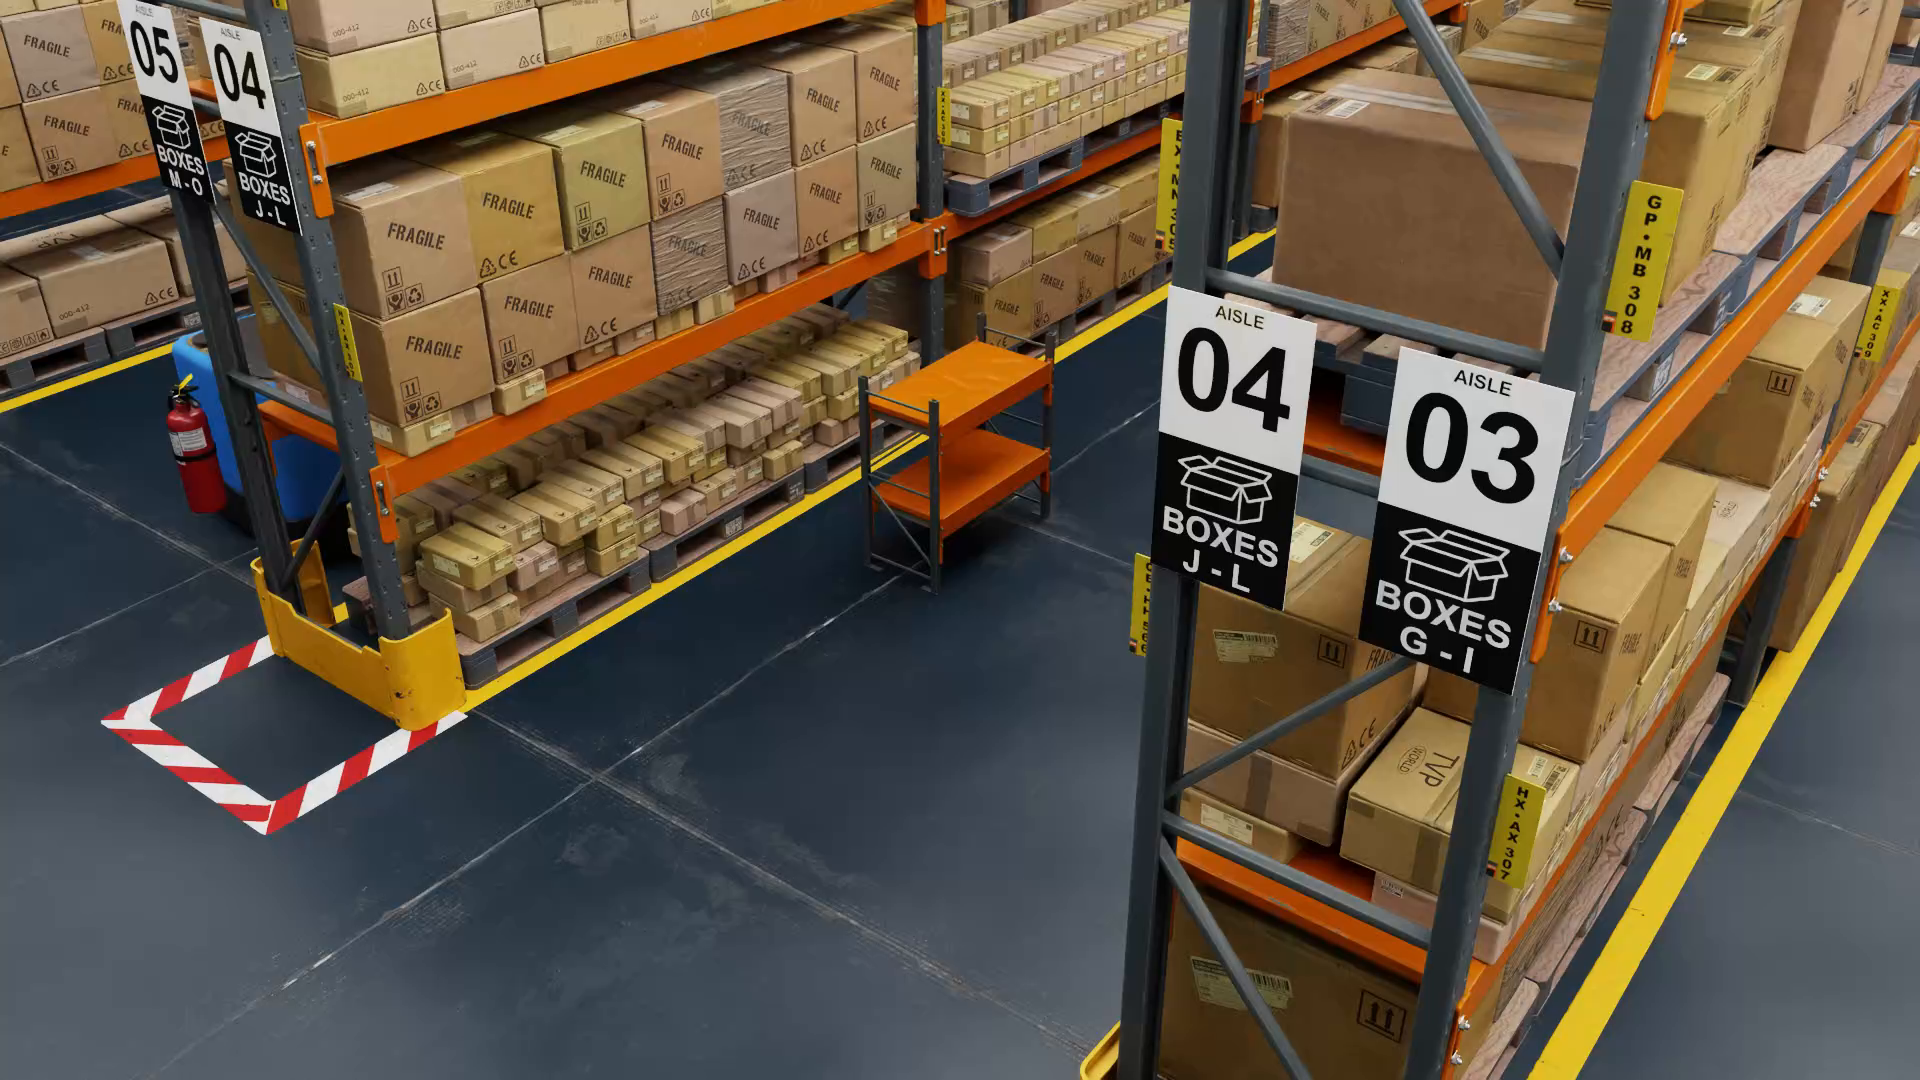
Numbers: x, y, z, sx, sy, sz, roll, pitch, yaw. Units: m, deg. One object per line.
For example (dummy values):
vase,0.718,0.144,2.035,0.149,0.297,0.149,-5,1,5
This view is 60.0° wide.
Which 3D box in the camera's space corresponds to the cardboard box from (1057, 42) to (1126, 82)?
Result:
cardboard box,0.852,-3.103,10.794,0.380,0.149,0.250,23,37,33

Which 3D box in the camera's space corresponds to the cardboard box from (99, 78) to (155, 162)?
cardboard box,-5.542,-2.860,11.036,0.500,0.500,0.500,22,37,33

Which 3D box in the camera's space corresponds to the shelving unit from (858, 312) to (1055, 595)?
shelving unit,-0.004,-0.481,8.959,0.538,1.125,1.048,21,37,31

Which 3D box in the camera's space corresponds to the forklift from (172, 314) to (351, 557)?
forklift,-2.928,-1.824,9.453,1.130,2.935,3.031,24,38,34

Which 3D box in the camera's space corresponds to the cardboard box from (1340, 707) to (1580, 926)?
cardboard box,1.451,0.788,4.833,0.500,0.250,0.500,20,36,30

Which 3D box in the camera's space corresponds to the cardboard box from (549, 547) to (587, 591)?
cardboard box,-2.139,0.093,8.536,0.380,0.149,0.250,22,37,32

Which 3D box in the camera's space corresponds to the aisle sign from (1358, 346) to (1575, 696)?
aisle sign,1.142,-0.033,3.814,0.394,0.787,0.004,21,37,31

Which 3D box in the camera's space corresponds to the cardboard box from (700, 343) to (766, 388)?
cardboard box,-1.372,-1.039,9.862,0.380,0.149,0.250,20,36,30

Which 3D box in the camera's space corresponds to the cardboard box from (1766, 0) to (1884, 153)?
cardboard box,2.608,-1.665,5.568,0.700,0.500,0.500,23,38,34

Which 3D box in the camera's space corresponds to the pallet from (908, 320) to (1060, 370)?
pallet,-0.064,-1.347,11.316,1.003,0.211,1.213,21,37,31

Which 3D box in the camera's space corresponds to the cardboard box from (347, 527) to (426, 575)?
cardboard box,-2.856,0.012,8.381,0.380,0.149,0.250,20,36,30

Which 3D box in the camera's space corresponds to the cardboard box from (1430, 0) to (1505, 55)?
cardboard box,4.732,-4.982,16.387,0.875,0.875,0.875,22,37,32

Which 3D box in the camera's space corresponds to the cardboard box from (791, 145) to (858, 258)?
cardboard box,-0.914,-1.906,9.135,0.500,0.500,0.500,20,36,30

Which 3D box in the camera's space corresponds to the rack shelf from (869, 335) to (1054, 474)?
rack shelf,-0.004,-0.733,8.809,0.538,0.278,1.000,21,37,31

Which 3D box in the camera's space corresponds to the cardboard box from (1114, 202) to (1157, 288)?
cardboard box,1.070,-2.183,12.032,0.500,0.500,0.500,19,36,29

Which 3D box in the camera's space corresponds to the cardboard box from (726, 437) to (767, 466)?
cardboard box,-1.316,-0.574,9.369,0.380,0.149,0.250,19,36,29

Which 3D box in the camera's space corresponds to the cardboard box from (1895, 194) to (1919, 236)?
cardboard box,4.526,-1.932,8.485,0.797,0.503,0.637,22,37,33

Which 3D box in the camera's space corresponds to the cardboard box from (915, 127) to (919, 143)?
cardboard box,-0.451,-2.525,10.402,0.380,0.149,0.250,20,36,30

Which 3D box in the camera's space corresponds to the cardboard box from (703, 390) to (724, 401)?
cardboard box,-1.556,-0.809,9.766,0.380,0.149,0.250,23,38,33

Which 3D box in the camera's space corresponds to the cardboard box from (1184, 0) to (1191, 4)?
cardboard box,1.940,-4.164,13.237,0.500,0.500,0.500,21,37,31

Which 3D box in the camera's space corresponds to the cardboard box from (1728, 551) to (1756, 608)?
cardboard box,2.817,0.089,6.404,0.380,0.149,0.250,22,37,32

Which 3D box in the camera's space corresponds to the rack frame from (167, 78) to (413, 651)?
rack frame,-2.947,-0.604,7.327,1.000,3.000,0.127,21,37,31

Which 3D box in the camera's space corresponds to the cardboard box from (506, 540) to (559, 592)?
cardboard box,-2.216,0.086,8.255,0.380,0.149,0.250,21,37,31

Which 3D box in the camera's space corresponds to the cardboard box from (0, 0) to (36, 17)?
cardboard box,-5.909,-3.332,10.215,0.380,0.149,0.250,22,37,32

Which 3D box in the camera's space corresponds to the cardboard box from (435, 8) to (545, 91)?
cardboard box,-2.151,-2.146,7.134,0.500,0.250,0.500,22,37,33

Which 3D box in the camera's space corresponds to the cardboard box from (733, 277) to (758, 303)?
cardboard box,-1.308,-1.401,8.919,0.380,0.149,0.250,21,36,31

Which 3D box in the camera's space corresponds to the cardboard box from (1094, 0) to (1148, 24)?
cardboard box,1.137,-3.848,12.051,0.380,0.149,0.250,21,37,31

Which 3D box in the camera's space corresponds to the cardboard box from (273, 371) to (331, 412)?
cardboard box,-2.976,-0.715,7.761,0.380,0.149,0.250,21,37,31

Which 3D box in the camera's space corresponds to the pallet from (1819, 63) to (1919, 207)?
pallet,2.859,-1.585,6.127,1.003,0.211,1.213,21,37,31

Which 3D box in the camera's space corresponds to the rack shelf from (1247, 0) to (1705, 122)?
rack shelf,2.153,-1.949,4.809,1.077,0.370,4.000,21,37,31

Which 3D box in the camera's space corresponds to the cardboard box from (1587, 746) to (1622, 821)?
cardboard box,1.888,0.714,5.350,0.380,0.149,0.250,20,36,31

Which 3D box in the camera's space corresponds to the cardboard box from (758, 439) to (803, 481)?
cardboard box,-1.122,-0.499,9.534,0.380,0.149,0.250,21,37,31

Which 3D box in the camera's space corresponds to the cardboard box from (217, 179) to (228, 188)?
cardboard box,-5.005,-2.568,12.743,0.875,0.438,0.875,21,36,31

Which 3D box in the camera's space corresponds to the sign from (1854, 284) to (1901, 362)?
sign,3.804,-0.899,6.897,0.100,0.325,0.005,21,37,31

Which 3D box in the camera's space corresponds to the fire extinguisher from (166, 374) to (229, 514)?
fire extinguisher,-3.467,-0.450,7.509,0.296,0.674,0.183,21,37,31

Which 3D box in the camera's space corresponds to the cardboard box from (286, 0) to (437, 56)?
cardboard box,-2.469,-2.147,6.646,0.500,0.250,0.500,22,37,32

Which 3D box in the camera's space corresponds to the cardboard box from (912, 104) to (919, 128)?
cardboard box,-0.450,-2.653,10.327,0.380,0.149,0.250,22,37,33

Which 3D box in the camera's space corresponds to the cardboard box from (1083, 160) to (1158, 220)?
cardboard box,1.063,-2.514,11.855,0.500,0.250,0.500,22,37,32

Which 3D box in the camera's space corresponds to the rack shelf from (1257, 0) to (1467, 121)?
rack shelf,3.089,-4.359,14.369,1.077,0.370,4.000,21,37,31

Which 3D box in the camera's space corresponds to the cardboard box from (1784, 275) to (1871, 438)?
cardboard box,3.296,-0.779,6.742,0.500,0.500,0.500,22,37,33

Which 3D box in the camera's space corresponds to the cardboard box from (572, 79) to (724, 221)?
cardboard box,-1.528,-1.926,8.187,0.500,0.500,0.500,20,36,30

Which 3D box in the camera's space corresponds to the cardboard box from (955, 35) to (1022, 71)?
cardboard box,0.183,-3.201,10.960,0.380,0.149,0.250,20,36,30

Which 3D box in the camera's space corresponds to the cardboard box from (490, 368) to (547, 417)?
cardboard box,-2.165,-0.736,7.796,0.380,0.149,0.250,20,36,30

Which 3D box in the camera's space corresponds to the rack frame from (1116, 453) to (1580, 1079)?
rack frame,0.946,0.964,4.682,1.000,3.000,0.127,21,37,31

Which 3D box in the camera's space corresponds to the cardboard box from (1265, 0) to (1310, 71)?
cardboard box,2.368,-3.998,12.956,0.500,0.500,0.500,22,37,32

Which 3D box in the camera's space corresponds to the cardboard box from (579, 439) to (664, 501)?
cardboard box,-1.777,-0.371,8.734,0.380,0.149,0.250,23,37,33

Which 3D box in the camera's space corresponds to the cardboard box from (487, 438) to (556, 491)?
cardboard box,-2.370,-0.422,8.820,0.380,0.149,0.250,20,36,29

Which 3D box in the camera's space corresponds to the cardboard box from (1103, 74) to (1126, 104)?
cardboard box,0.860,-2.984,10.885,0.380,0.149,0.250,20,36,31

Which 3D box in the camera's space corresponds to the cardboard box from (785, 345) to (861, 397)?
cardboard box,-0.807,-0.996,9.789,0.380,0.149,0.250,21,36,31

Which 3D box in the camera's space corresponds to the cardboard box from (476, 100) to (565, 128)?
cardboard box,-2.257,-1.888,8.122,0.500,0.500,0.500,23,38,34

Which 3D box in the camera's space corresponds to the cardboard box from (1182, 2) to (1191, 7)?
cardboard box,1.798,-3.742,11.874,0.380,0.149,0.250,21,36,31

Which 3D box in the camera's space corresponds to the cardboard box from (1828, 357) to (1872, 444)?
cardboard box,3.838,-0.815,7.585,0.500,0.500,0.500,21,37,31

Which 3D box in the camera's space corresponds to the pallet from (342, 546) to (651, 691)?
pallet,-2.383,0.246,8.629,1.003,0.211,1.213,21,37,31

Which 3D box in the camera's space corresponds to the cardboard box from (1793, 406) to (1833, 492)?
cardboard box,3.303,-0.465,6.949,0.500,0.250,0.500,20,36,30

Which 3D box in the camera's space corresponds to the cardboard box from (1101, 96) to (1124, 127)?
cardboard box,0.856,-2.853,10.957,0.380,0.149,0.250,20,36,30
